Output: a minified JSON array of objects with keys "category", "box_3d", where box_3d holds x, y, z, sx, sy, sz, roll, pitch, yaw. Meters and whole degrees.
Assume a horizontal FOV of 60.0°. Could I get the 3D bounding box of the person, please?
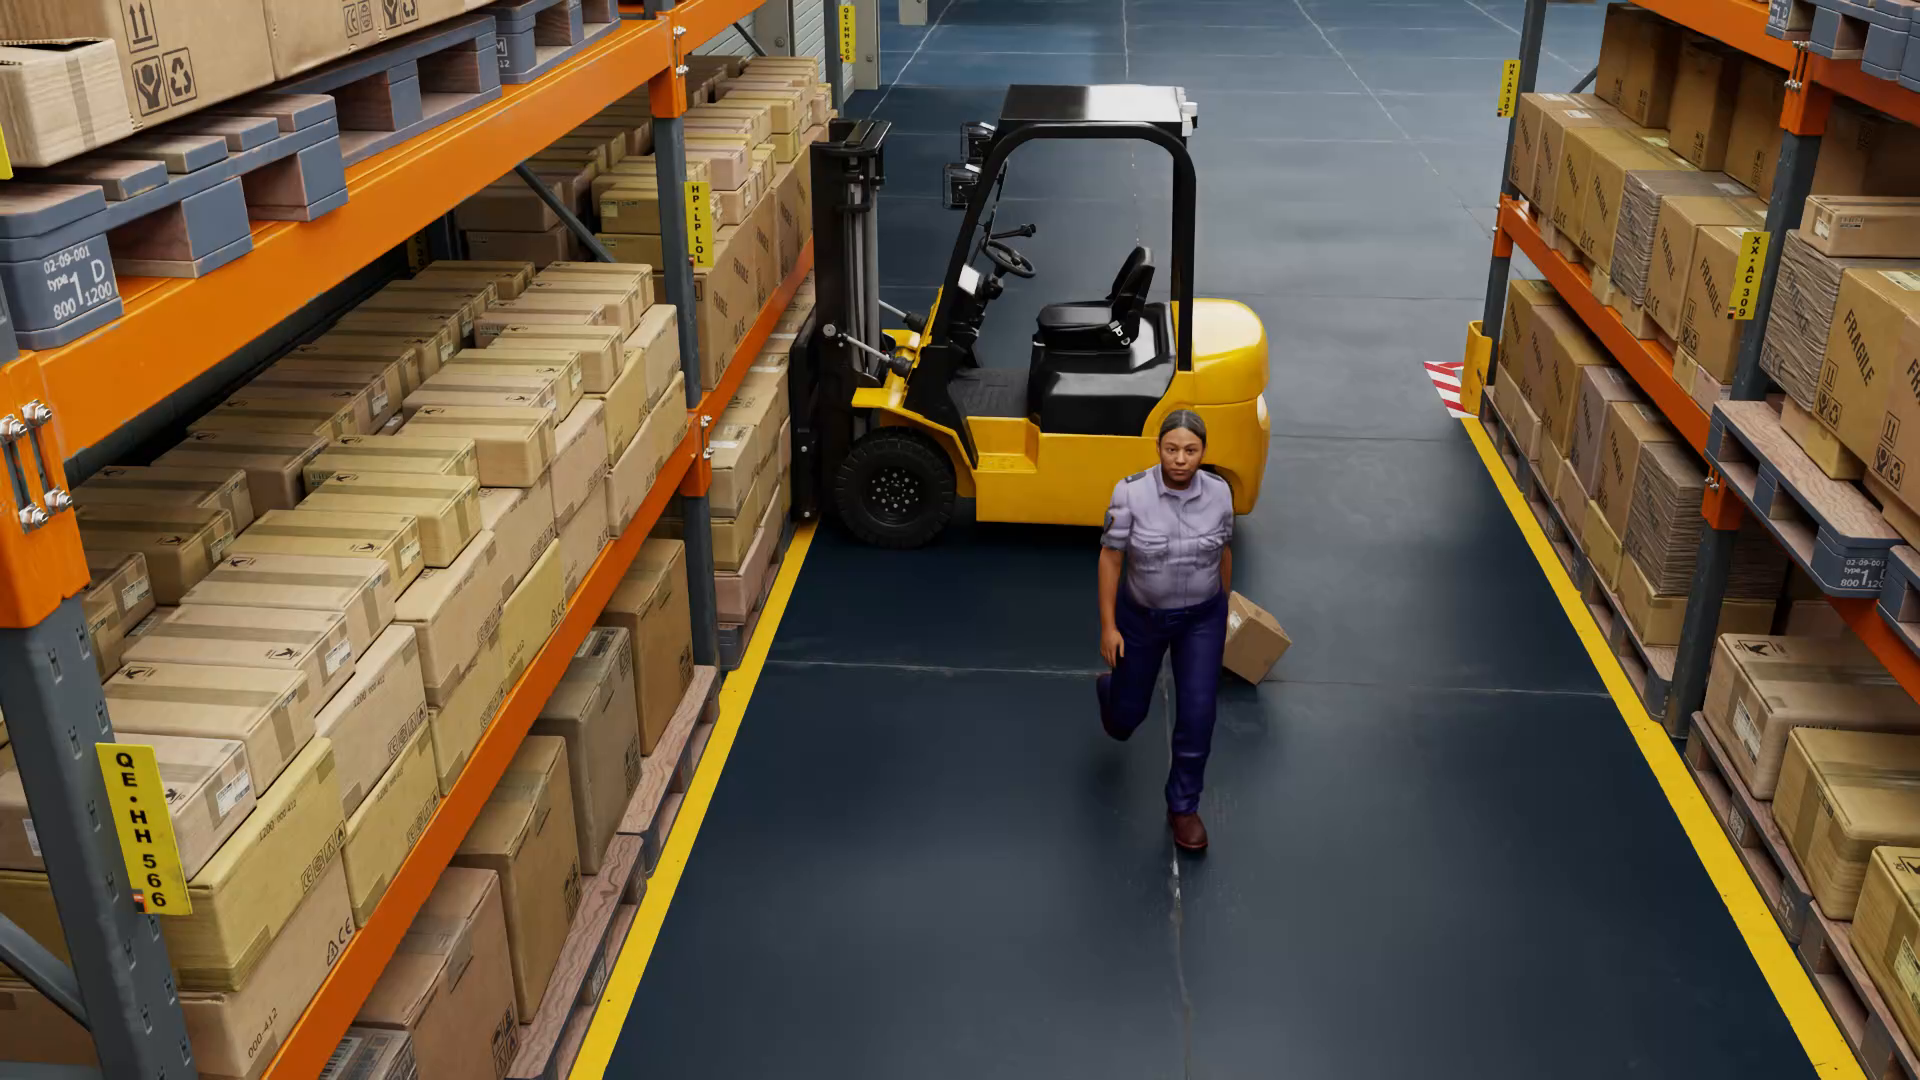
[{"category":"person","box_3d":[0.739,0.253,6.067,0.512,1.603,0.806,-2,25,-3]}]
